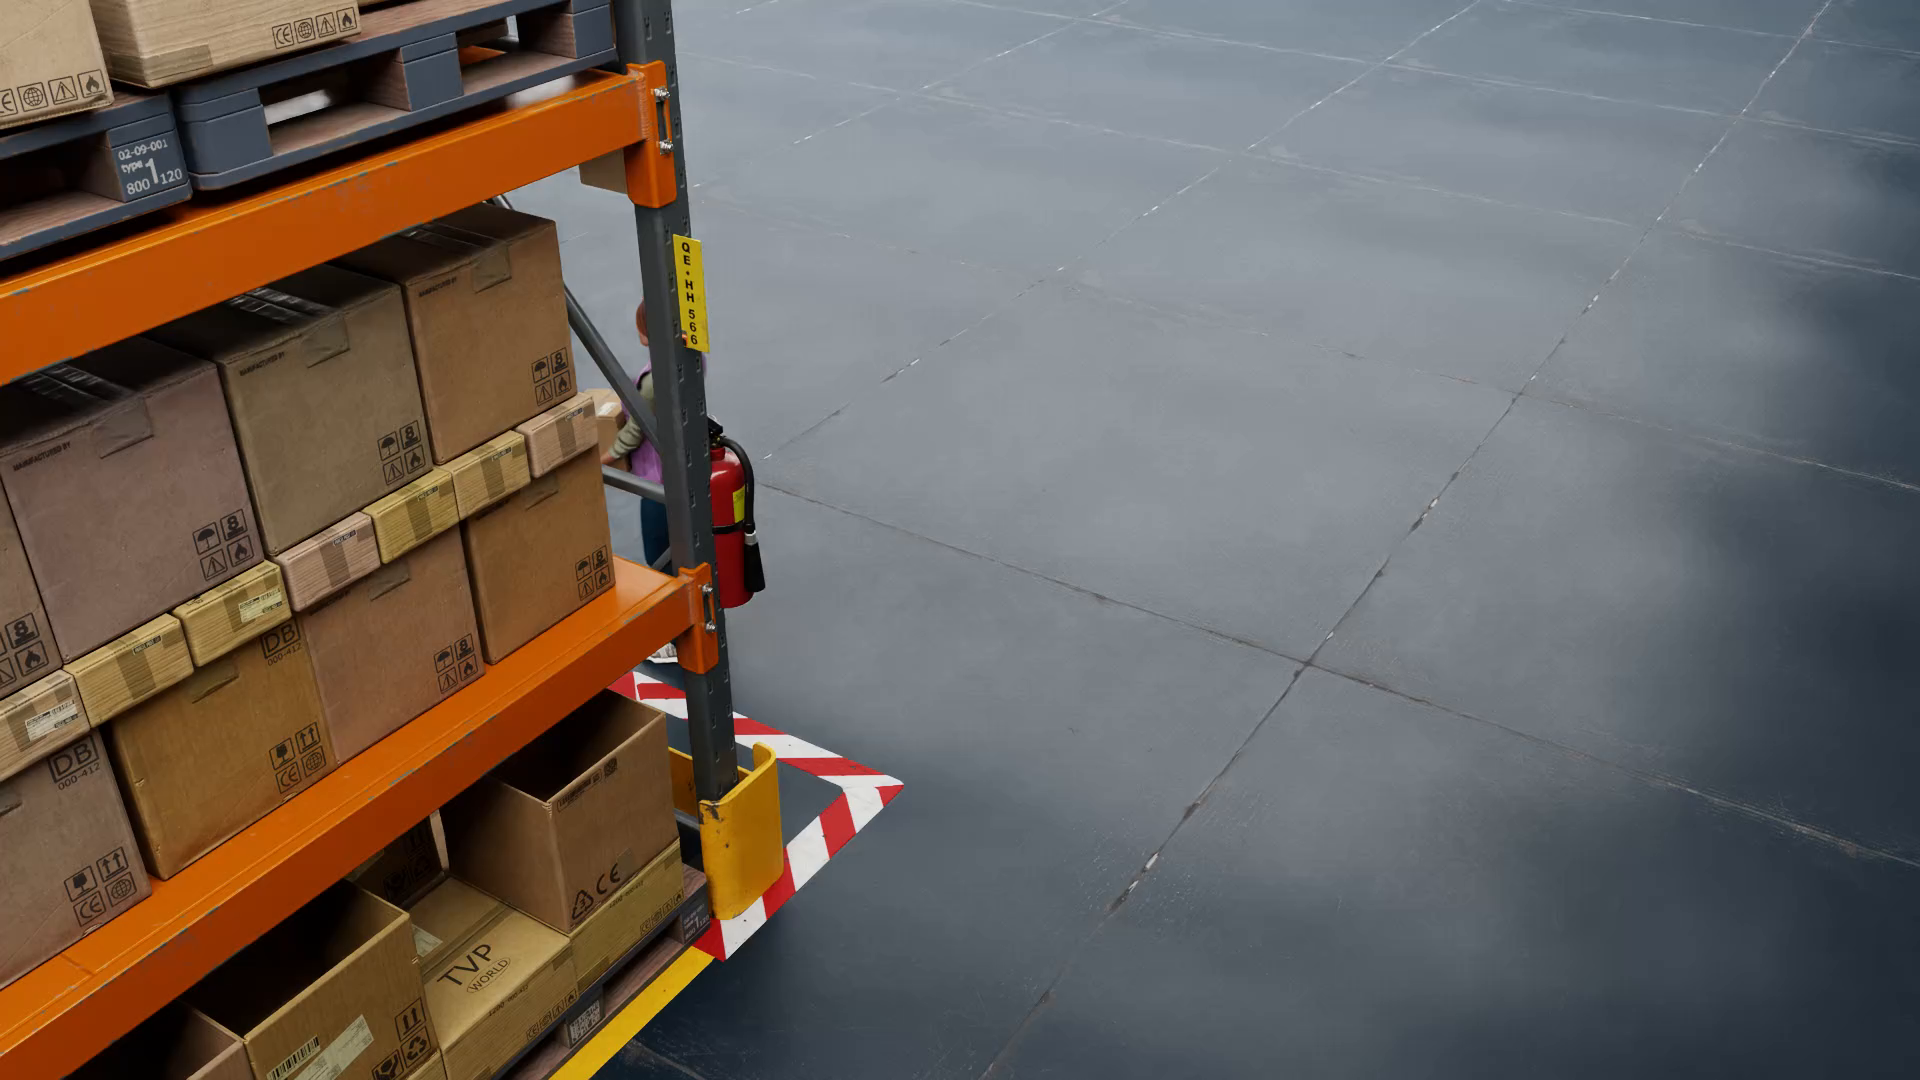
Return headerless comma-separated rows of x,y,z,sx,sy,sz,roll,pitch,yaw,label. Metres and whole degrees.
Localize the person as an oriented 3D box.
-1.212,-0.252,6.568,0.489,1.593,0.405,9,32,14,person
